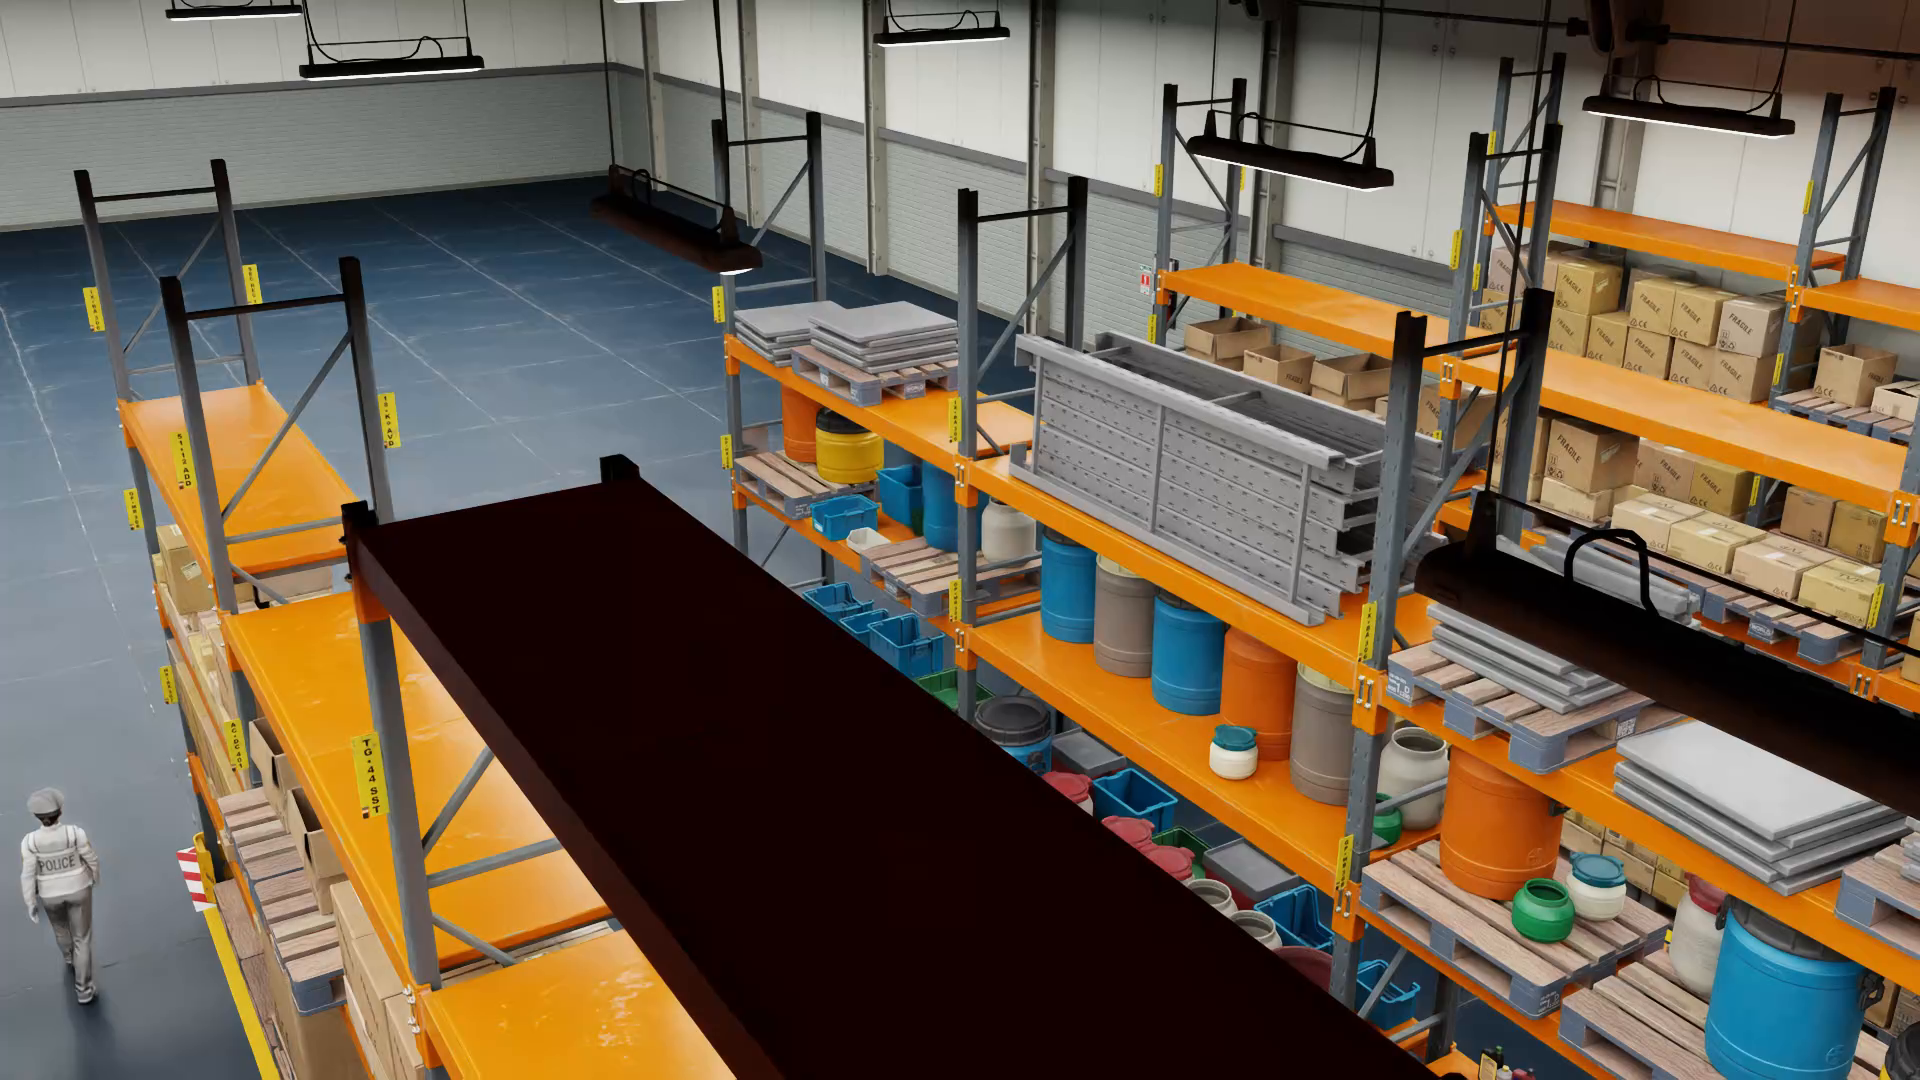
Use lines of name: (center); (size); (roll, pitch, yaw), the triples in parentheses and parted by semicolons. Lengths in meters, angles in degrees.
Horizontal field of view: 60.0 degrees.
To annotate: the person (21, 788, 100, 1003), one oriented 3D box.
person: (-6.768, 2.617, 12.609); (0.512, 1.657, 0.839); (-7, 23, -16)
